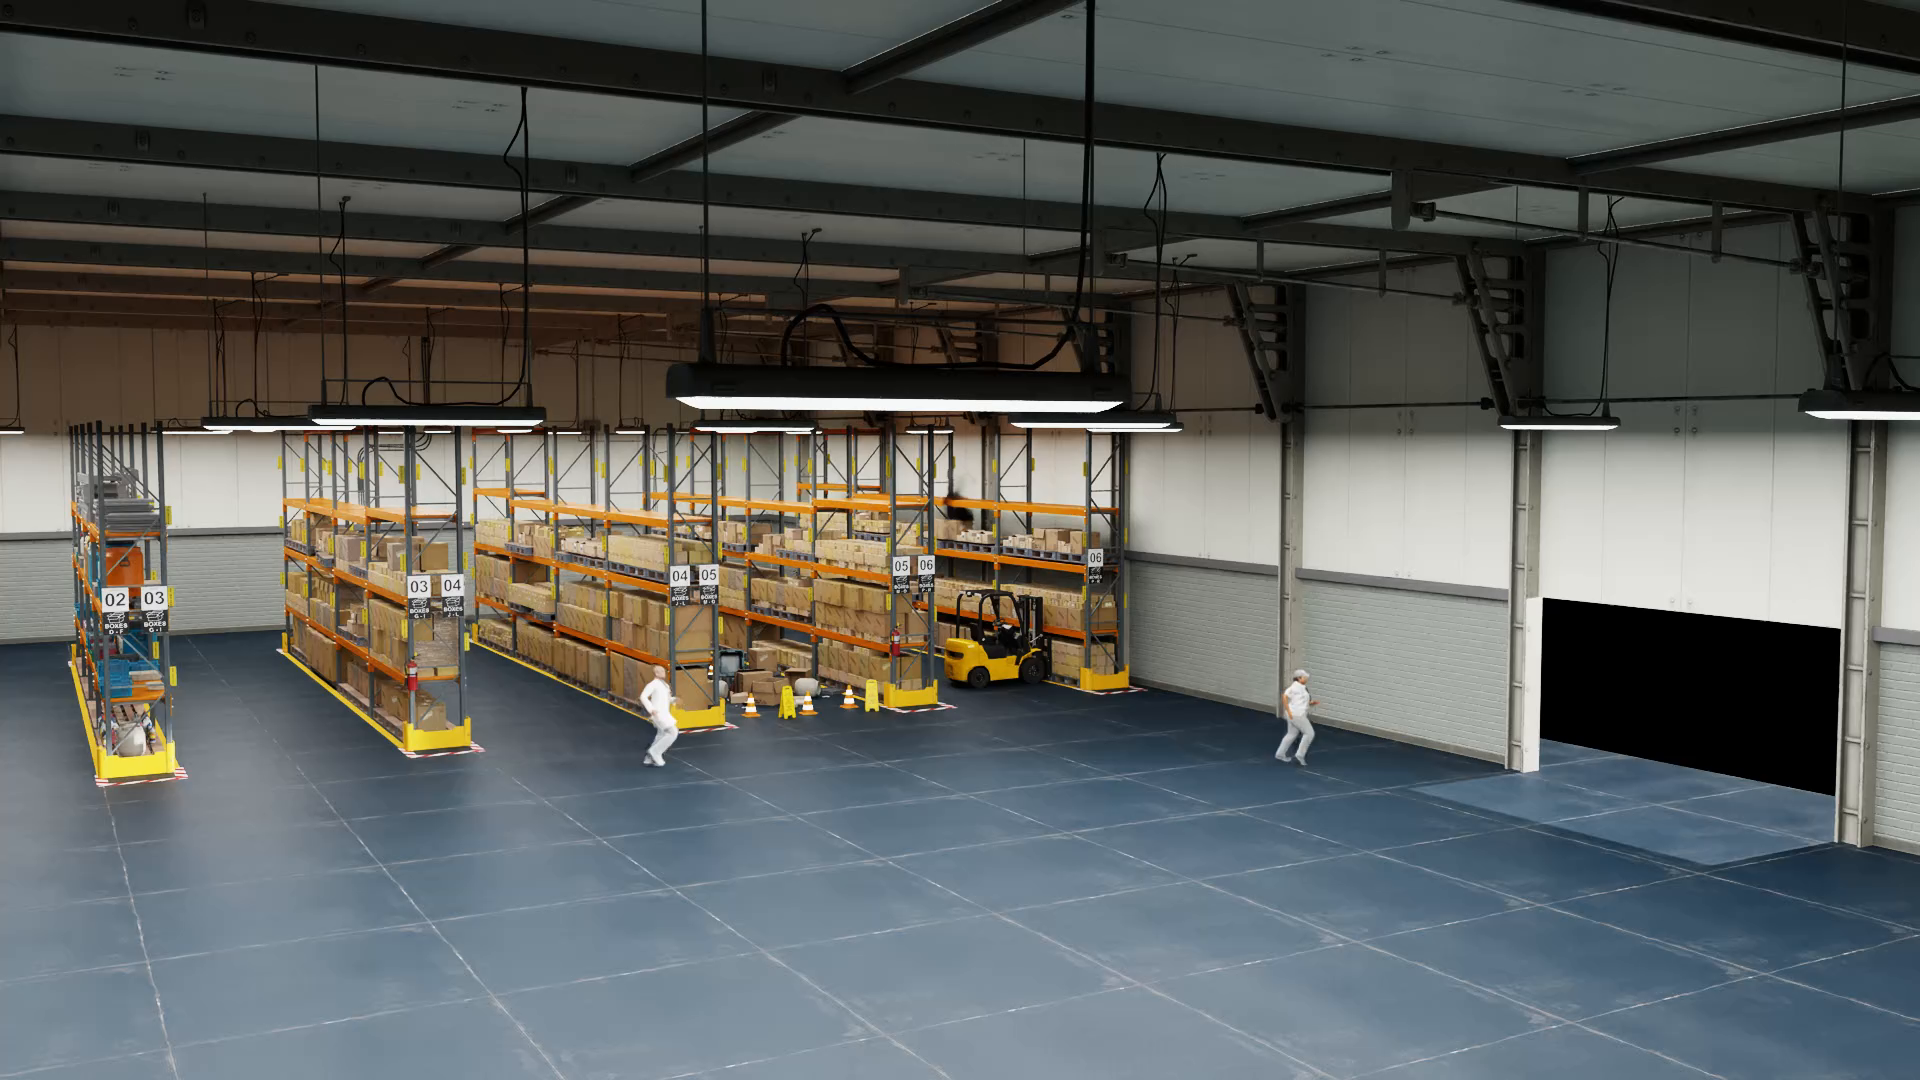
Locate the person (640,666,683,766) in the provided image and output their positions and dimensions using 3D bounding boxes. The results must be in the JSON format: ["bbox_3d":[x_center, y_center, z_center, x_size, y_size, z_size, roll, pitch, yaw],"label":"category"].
[{"bbox_3d":[-5.162,3.053,28.891,0.705,1.746,0.695,0,4,3],"label":"person"}]

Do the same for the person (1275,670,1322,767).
[{"bbox_3d":[5.907,3.109,29.012,0.774,1.705,0.570,1,4,14],"label":"person"}]

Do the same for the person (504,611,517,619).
[{"bbox_3d":[-13.041,1.981,48.375,0.600,1.505,0.582,1,4,14],"label":"person"}]

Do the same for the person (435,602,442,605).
[{"bbox_3d":[-14.619,1.970,46.697,0.717,1.787,0.672,3,4,35],"label":"person"}]
